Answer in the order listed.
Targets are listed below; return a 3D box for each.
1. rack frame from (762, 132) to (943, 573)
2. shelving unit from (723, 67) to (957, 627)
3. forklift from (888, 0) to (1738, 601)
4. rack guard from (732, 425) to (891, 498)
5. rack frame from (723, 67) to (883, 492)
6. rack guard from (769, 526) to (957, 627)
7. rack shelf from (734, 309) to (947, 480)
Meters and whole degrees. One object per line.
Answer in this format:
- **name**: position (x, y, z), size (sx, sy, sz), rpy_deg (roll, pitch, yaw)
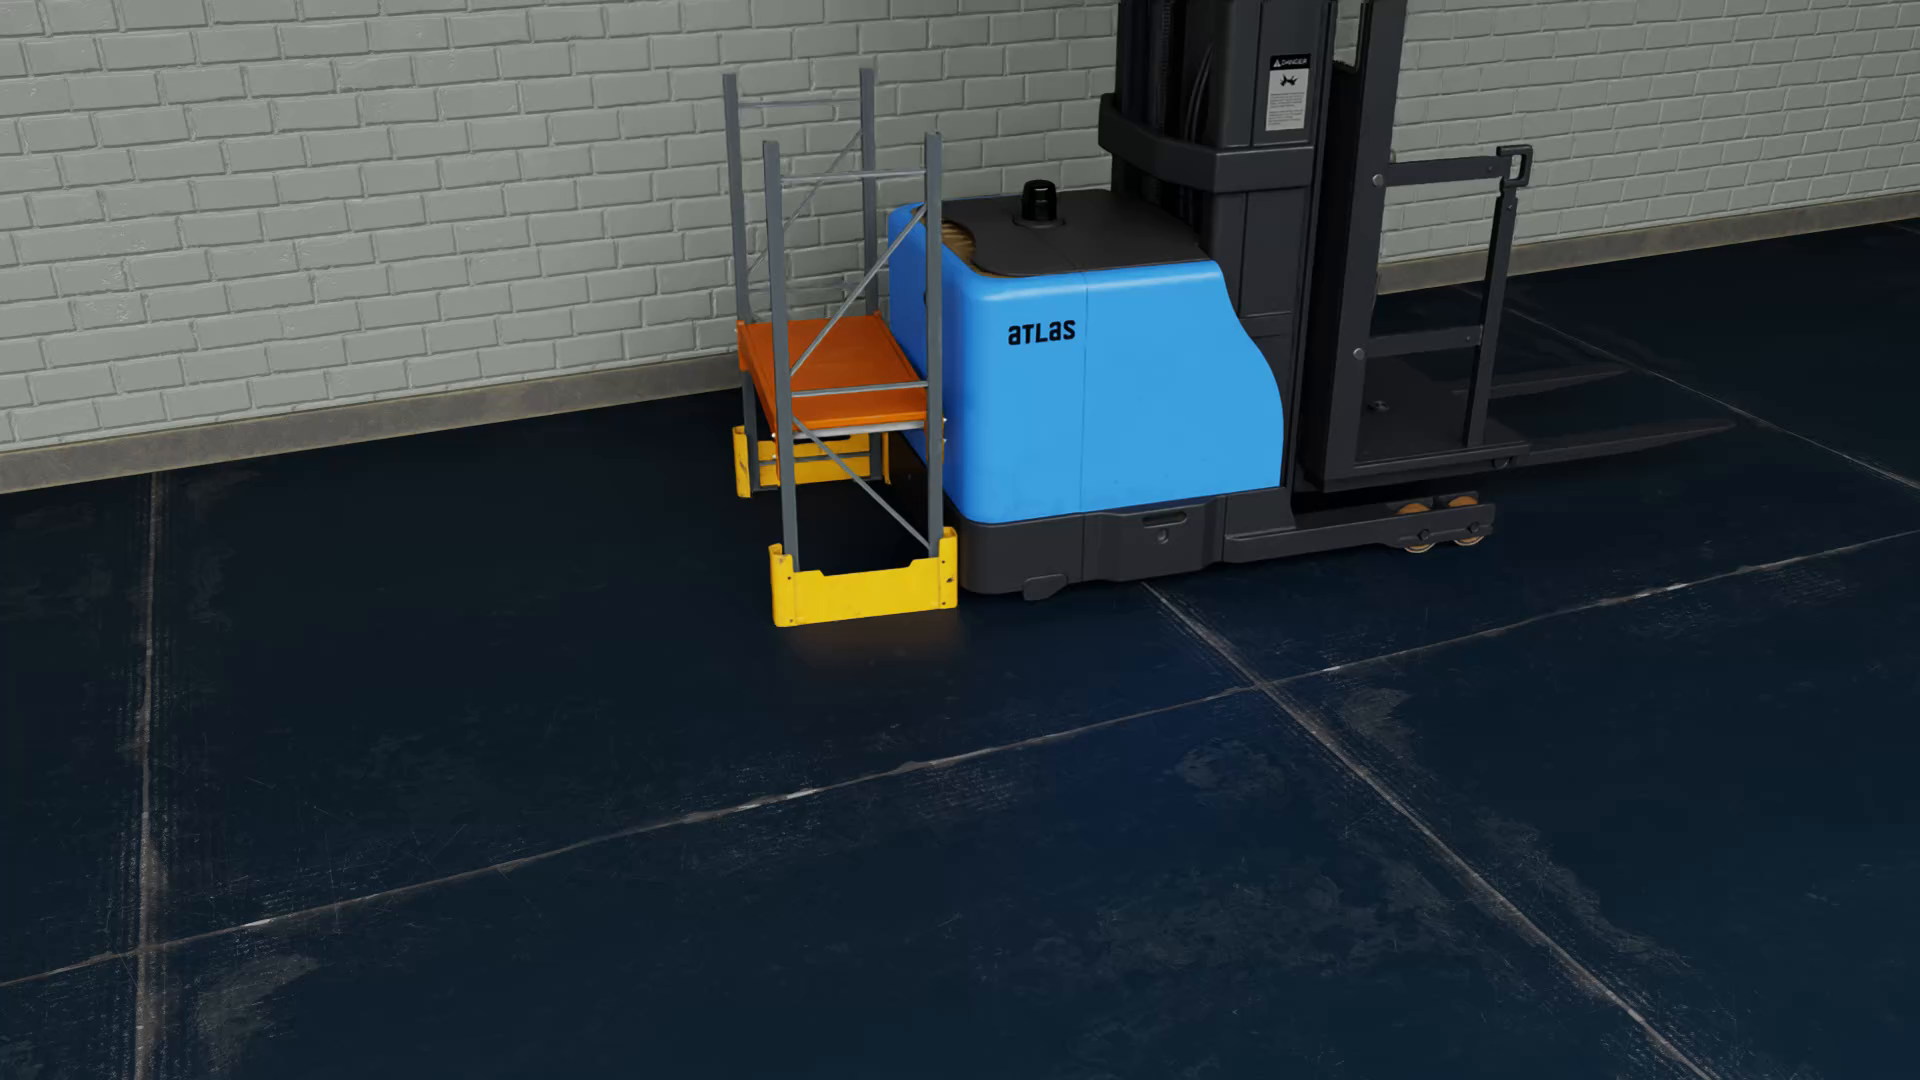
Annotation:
- **rack frame**: position (-0.299, -0.447, 4.955), size (0.500, 1.500, 0.032), rpy_deg (-6, 27, -12)
- **shelving unit**: position (-0.415, -0.660, 5.392), size (0.587, 1.500, 1.083), rpy_deg (-6, 27, -12)
- **forklift**: position (1.318, -1.485, 5.450), size (3.031, 2.935, 1.130), rpy_deg (-8, 27, -15)
- **rack guard**: position (-0.531, -0.311, 6.101), size (0.587, 0.250, 0.087), rpy_deg (-6, 27, -12)
- **rack frame**: position (-0.536, -0.880, 5.844), size (0.500, 1.500, 0.032), rpy_deg (-6, 27, -12)
- **rack guard**: position (-0.299, 0.114, 5.231), size (0.587, 0.250, 0.087), rpy_deg (-6, 27, -12)
- **rack shelf**: position (-0.417, -0.502, 5.478), size (0.538, 0.185, 1.000), rpy_deg (-6, 27, -12)
